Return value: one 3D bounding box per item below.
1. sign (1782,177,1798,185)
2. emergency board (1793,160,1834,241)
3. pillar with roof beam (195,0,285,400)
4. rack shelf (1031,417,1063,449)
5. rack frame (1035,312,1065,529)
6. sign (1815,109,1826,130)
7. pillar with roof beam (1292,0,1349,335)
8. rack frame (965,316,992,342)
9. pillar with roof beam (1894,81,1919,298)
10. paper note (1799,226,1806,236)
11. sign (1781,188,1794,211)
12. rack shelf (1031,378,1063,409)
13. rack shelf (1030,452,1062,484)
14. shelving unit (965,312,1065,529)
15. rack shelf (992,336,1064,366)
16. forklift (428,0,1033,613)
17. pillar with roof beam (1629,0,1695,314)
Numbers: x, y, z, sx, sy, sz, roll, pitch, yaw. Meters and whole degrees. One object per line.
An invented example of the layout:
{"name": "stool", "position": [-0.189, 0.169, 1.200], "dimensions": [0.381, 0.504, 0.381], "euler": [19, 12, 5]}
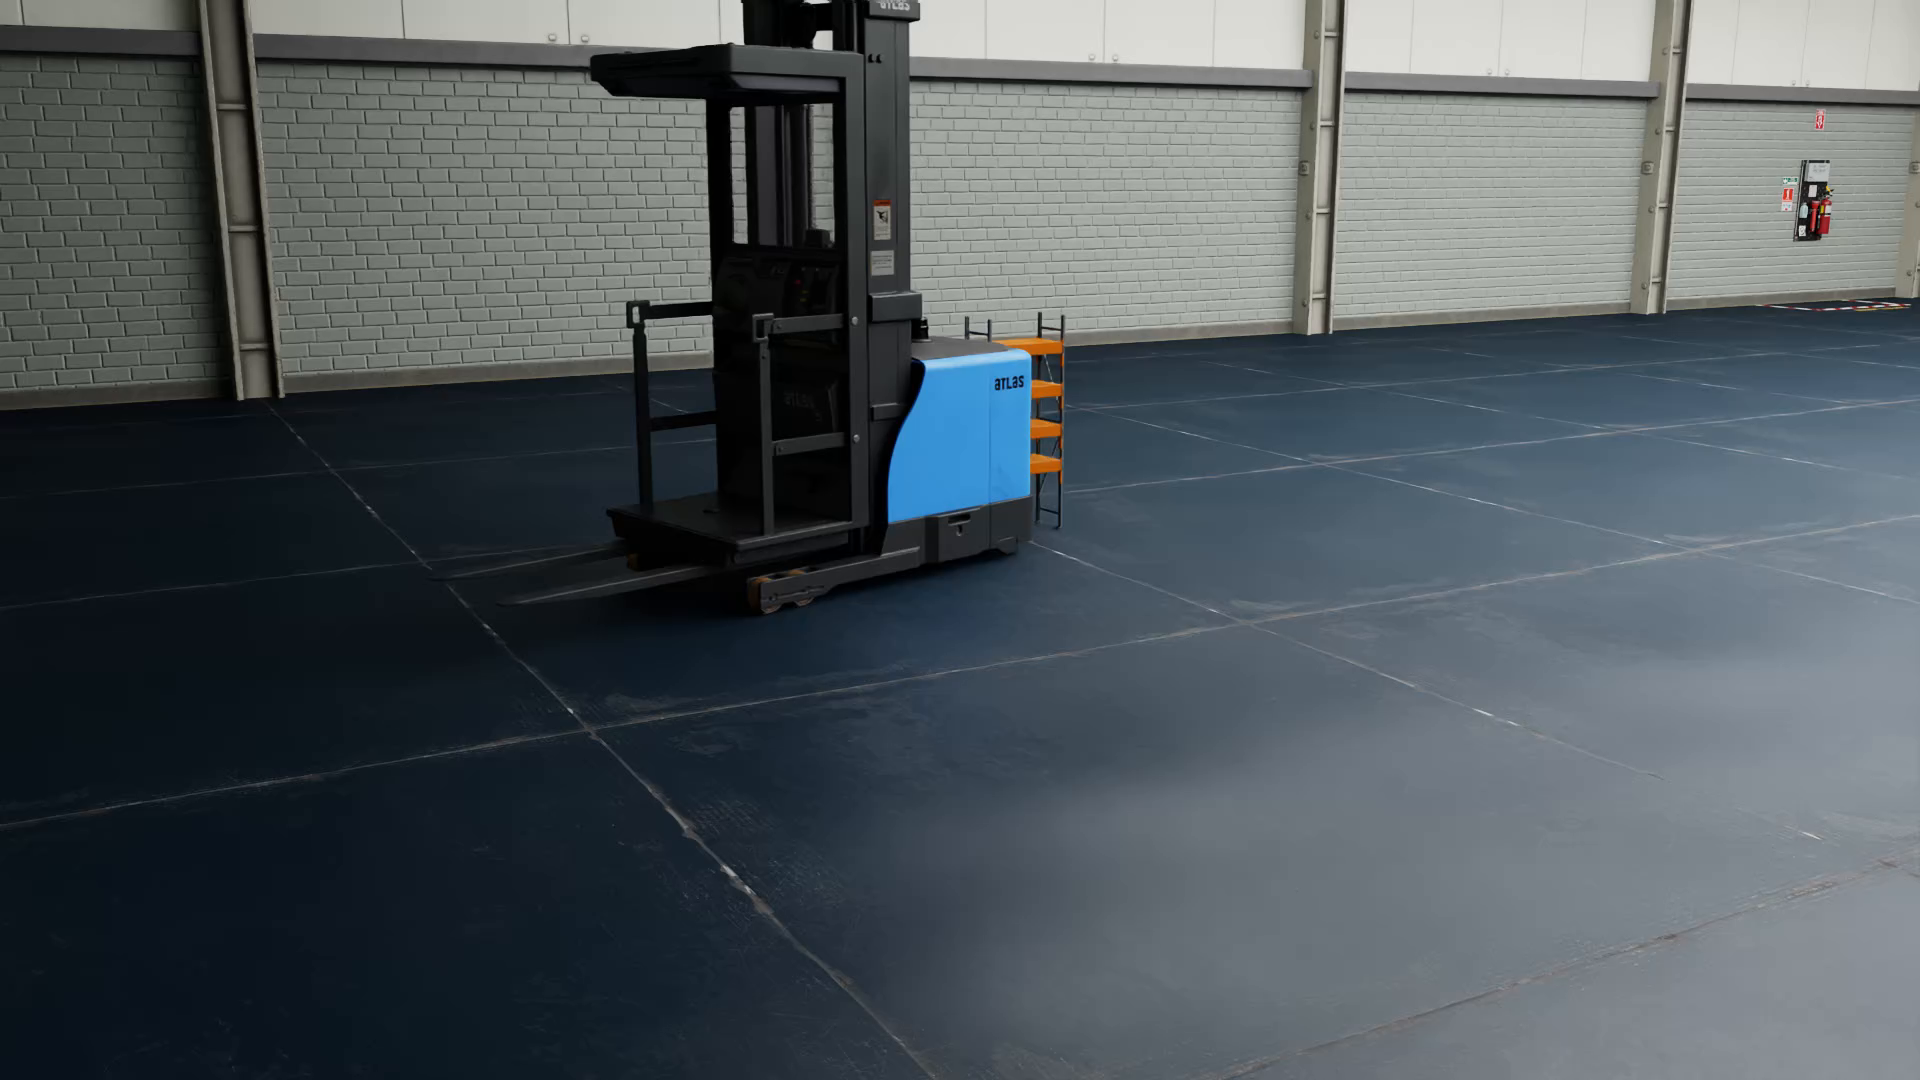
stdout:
{"name": "sign", "position": [12.128, -5.245, 24.293], "dimensions": [0.331, 0.109, 0.001], "euler": [-7, 14, -28]}
{"name": "emergency board", "position": [12.655, -5.008, 24.531], "dimensions": [0.643, 1.169, 0.194], "euler": [-7, 14, -28]}
{"name": "pillar with roof beam", "position": [-4.161, -4.833, 10.089], "dimensions": [0.400, 9.000, 9.100], "euler": [-7, 14, -28]}
{"name": "rack shelf", "position": [0.303, -0.576, 9.243], "dimensions": [0.480, 0.148, 0.258], "euler": [-8, 15, -32]}
{"name": "rack frame", "position": [0.507, -0.671, 9.358], "dimensions": [0.015, 1.200, 0.240], "euler": [-8, 15, -32]}
{"name": "sign", "position": [12.600, -6.157, 24.358], "dimensions": [0.199, 0.298, 0.001], "euler": [-7, 14, -28]}
{"name": "pillar with roof beam", "position": [6.372, -6.095, 15.699], "dimensions": [0.400, 9.000, 9.100], "euler": [-7, 14, -28]}
{"name": "rack frame", "position": [0.098, -0.612, 9.098], "dimensions": [0.015, 1.200, 0.240], "euler": [-8, 15, -32]}
{"name": "pillar with roof beam", "position": [16.905, -7.358, 21.308], "dimensions": [0.400, 9.000, 9.100], "euler": [-7, 14, -28]}
{"name": "paper note", "position": [12.466, -4.573, 24.604], "dimensions": [0.142, 0.148, 0.016], "euler": [-7, 14, -28]}
{"name": "sign", "position": [12.120, -4.987, 24.357], "dimensions": [0.234, 0.329, 0.001], "euler": [-7, 14, -28]}
{"name": "rack shelf", "position": [0.303, -0.794, 9.194], "dimensions": [0.480, 0.148, 0.258], "euler": [-8, 15, -32]}
{"name": "rack shelf", "position": [0.303, -0.382, 9.286], "dimensions": [0.480, 0.148, 0.258], "euler": [-8, 15, -32]}
{"name": "shelving unit", "position": [0.303, -0.642, 9.228], "dimensions": [0.503, 1.200, 0.258], "euler": [-8, 15, -32]}
{"name": "rack shelf", "position": [0.303, -1.025, 9.142], "dimensions": [0.480, 0.148, 0.258], "euler": [-8, 15, -32]}
{"name": "forklift", "position": [-1.029, -1.222, 7.865], "dimensions": [3.031, 2.935, 1.130], "euler": [-12, 17, -42]}
{"name": "pillar with roof beam", "position": [11.638, -6.727, 18.503], "dimensions": [0.400, 9.000, 9.100], "euler": [-7, 14, -28]}
